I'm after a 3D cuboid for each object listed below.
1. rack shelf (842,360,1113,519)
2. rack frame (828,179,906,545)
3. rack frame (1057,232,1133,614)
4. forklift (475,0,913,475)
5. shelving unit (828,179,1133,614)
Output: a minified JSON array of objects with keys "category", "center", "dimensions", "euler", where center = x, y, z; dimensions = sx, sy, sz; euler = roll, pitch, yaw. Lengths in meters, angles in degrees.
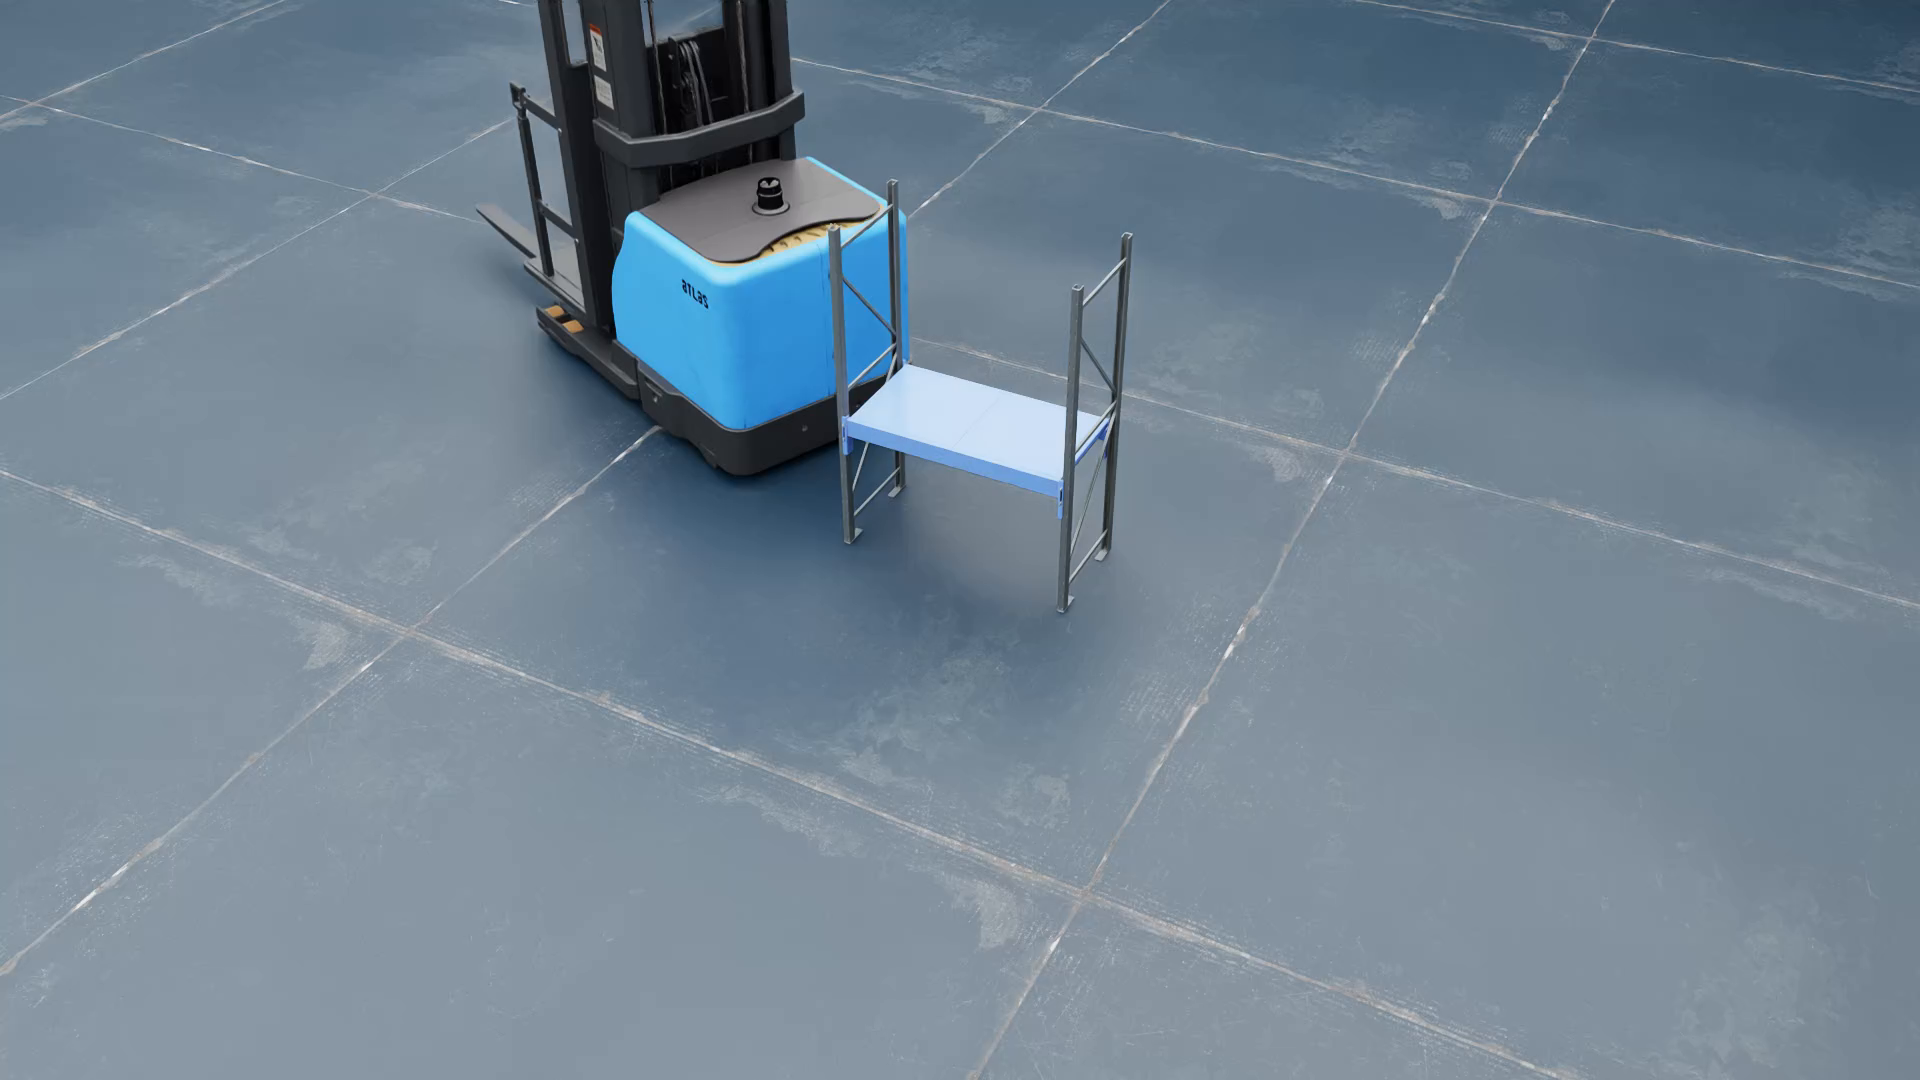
[{"category":"rack shelf","center":[0.076,-0.430,6.874],"dimensions":[1.000,0.185,0.538],"euler":[17,41,21]},{"category":"rack frame","center":[-0.376,-0.715,6.952],"dimensions":[0.032,1.500,0.500],"euler":[17,41,21]},{"category":"rack frame","center":[0.527,-0.432,6.579],"dimensions":[0.032,1.500,0.500],"euler":[17,41,21]},{"category":"forklift","center":[-1.532,-2.289,7.841],"dimensions":[1.130,2.935,3.031],"euler":[-26,44,-30]},{"category":"shelving unit","center":[0.076,-0.574,6.765],"dimensions":[1.048,1.500,0.538],"euler":[17,41,21]}]
